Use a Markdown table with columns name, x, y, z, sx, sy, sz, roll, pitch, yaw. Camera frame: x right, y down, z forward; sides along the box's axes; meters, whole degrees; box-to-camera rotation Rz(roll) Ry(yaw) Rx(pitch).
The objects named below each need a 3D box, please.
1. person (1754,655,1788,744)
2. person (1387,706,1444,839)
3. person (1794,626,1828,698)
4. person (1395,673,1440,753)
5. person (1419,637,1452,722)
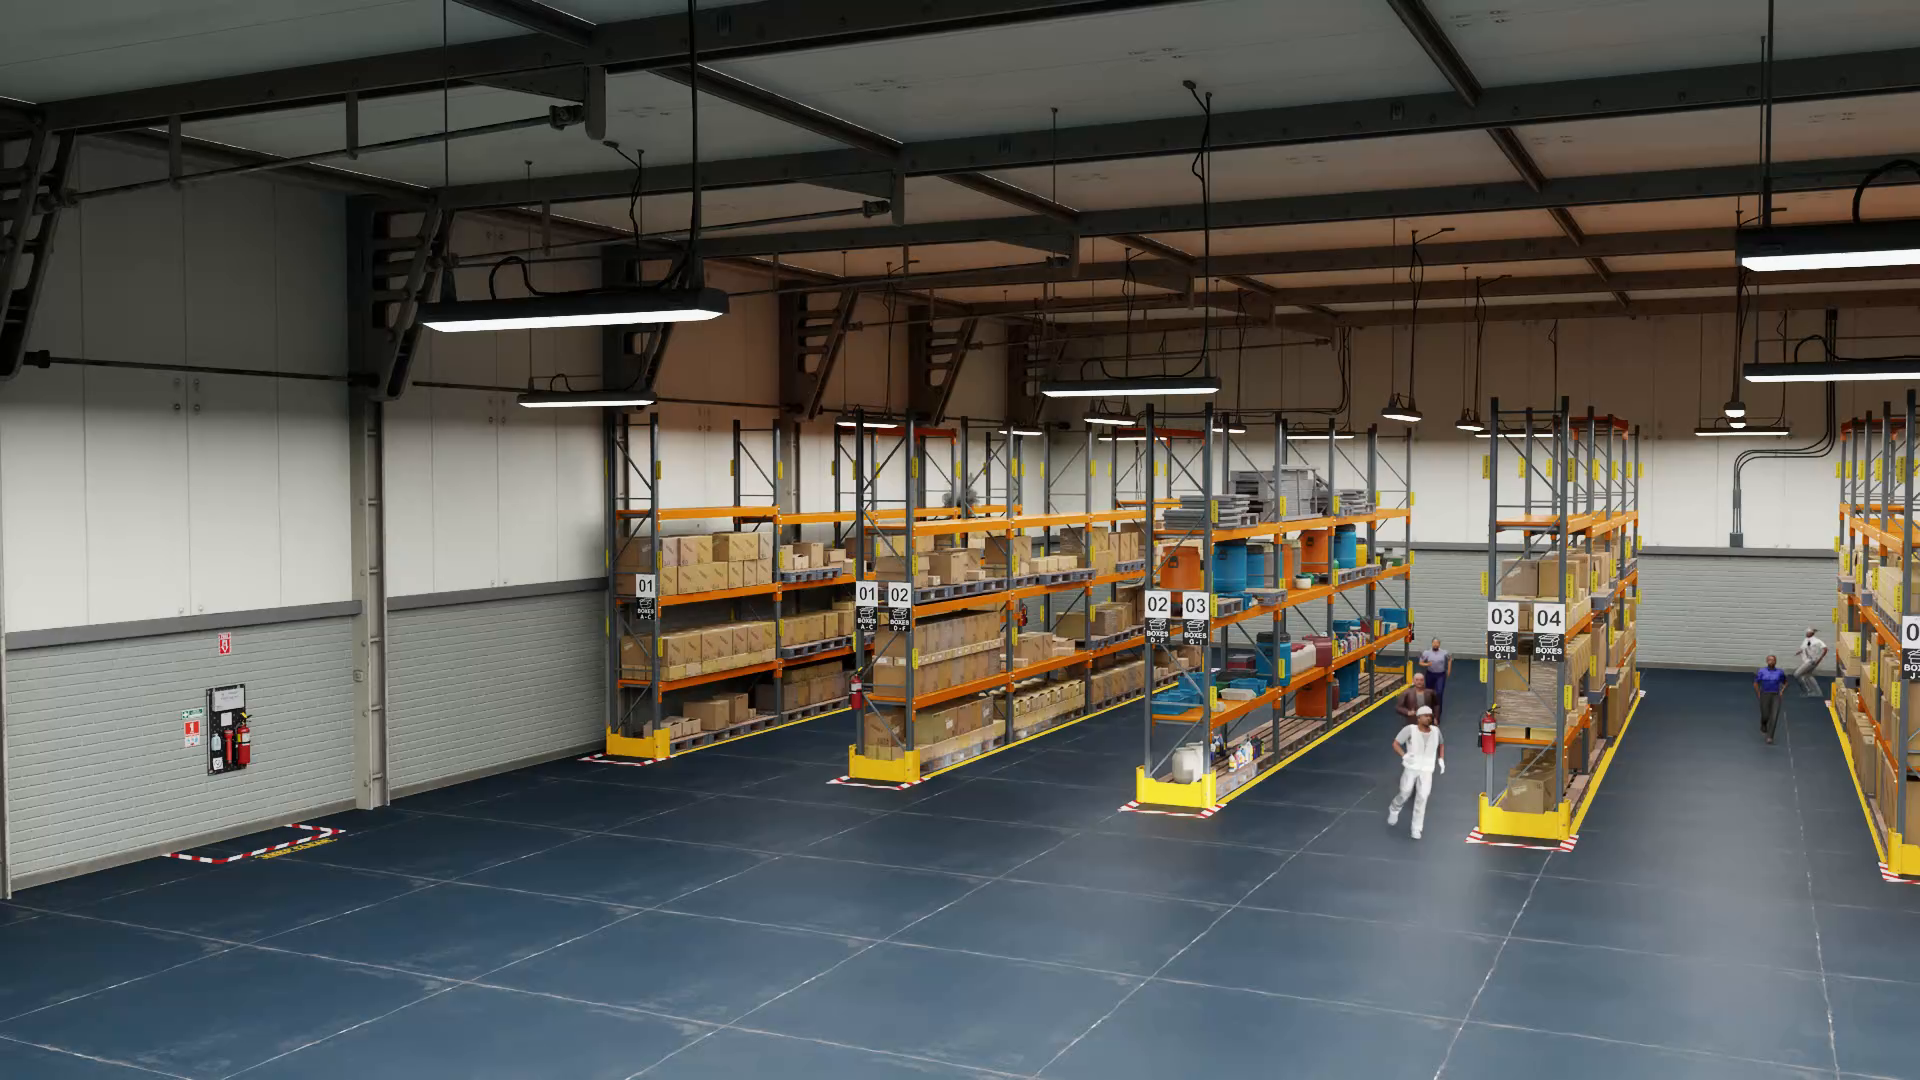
| name | x | y | z | sx | sy | sz | roll | pitch | yaw |
| --- | --- | --- | --- | --- | --- | --- | --- | --- | --- |
| person | 14.916 | 2.918 | 30.584 | 0.575 | 1.599 | 0.647 | 1 | 3 | 21 |
| person | 6.316 | 3.150 | 22.806 | 0.743 | 1.745 | 0.979 | 0 | 2 | 1 |
| person | 18.618 | 2.683 | 36.410 | 0.685 | 1.632 | 0.738 | 0 | 2 | 6 |
| person | 7.310 | 2.995 | 26.552 | 0.716 | 1.753 | 0.901 | 0 | 2 | 10 |
| person | 9.493 | 2.762 | 33.227 | 0.637 | 1.638 | 0.907 | 1 | 2 | 15 |
